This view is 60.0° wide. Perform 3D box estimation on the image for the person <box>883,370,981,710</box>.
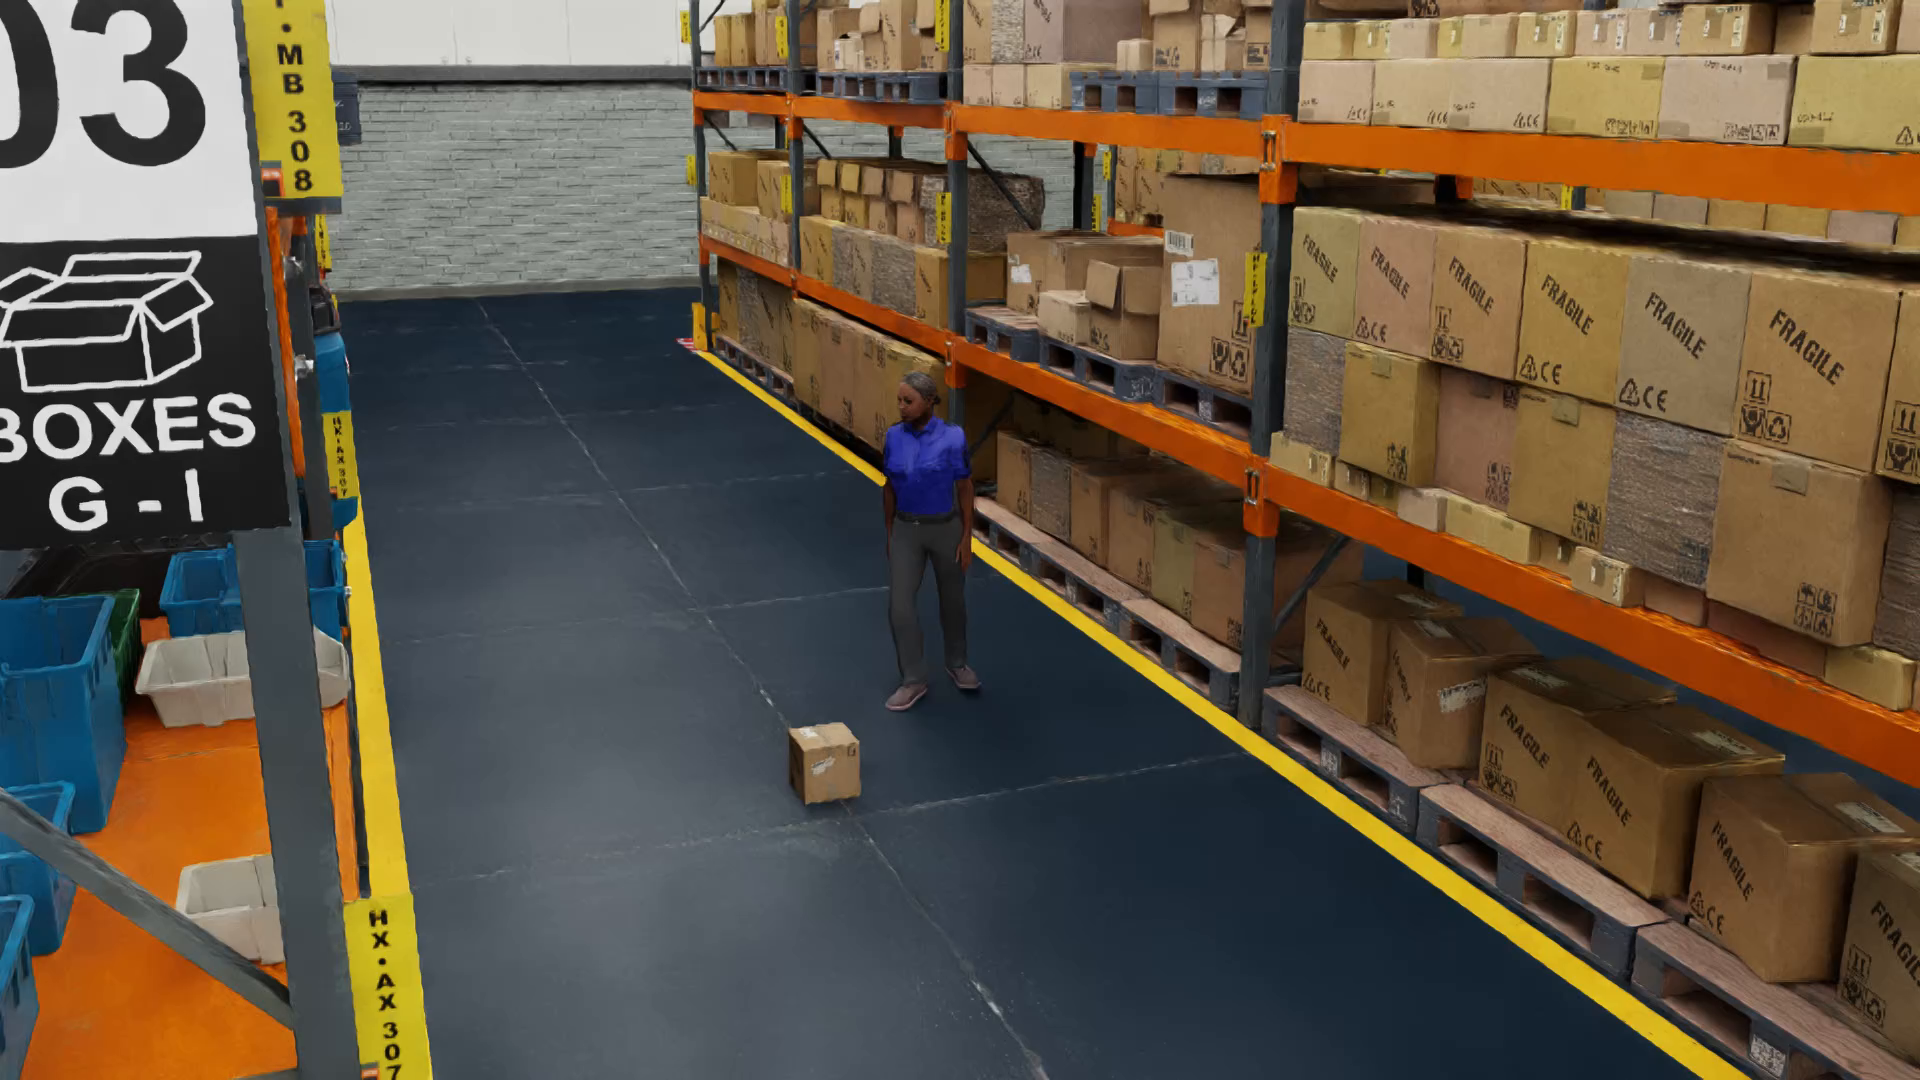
[{"bbox_3d":[-0.149,-0.021,8.119,0.475,1.650,0.562,4,16,14],"label":"person"}]
